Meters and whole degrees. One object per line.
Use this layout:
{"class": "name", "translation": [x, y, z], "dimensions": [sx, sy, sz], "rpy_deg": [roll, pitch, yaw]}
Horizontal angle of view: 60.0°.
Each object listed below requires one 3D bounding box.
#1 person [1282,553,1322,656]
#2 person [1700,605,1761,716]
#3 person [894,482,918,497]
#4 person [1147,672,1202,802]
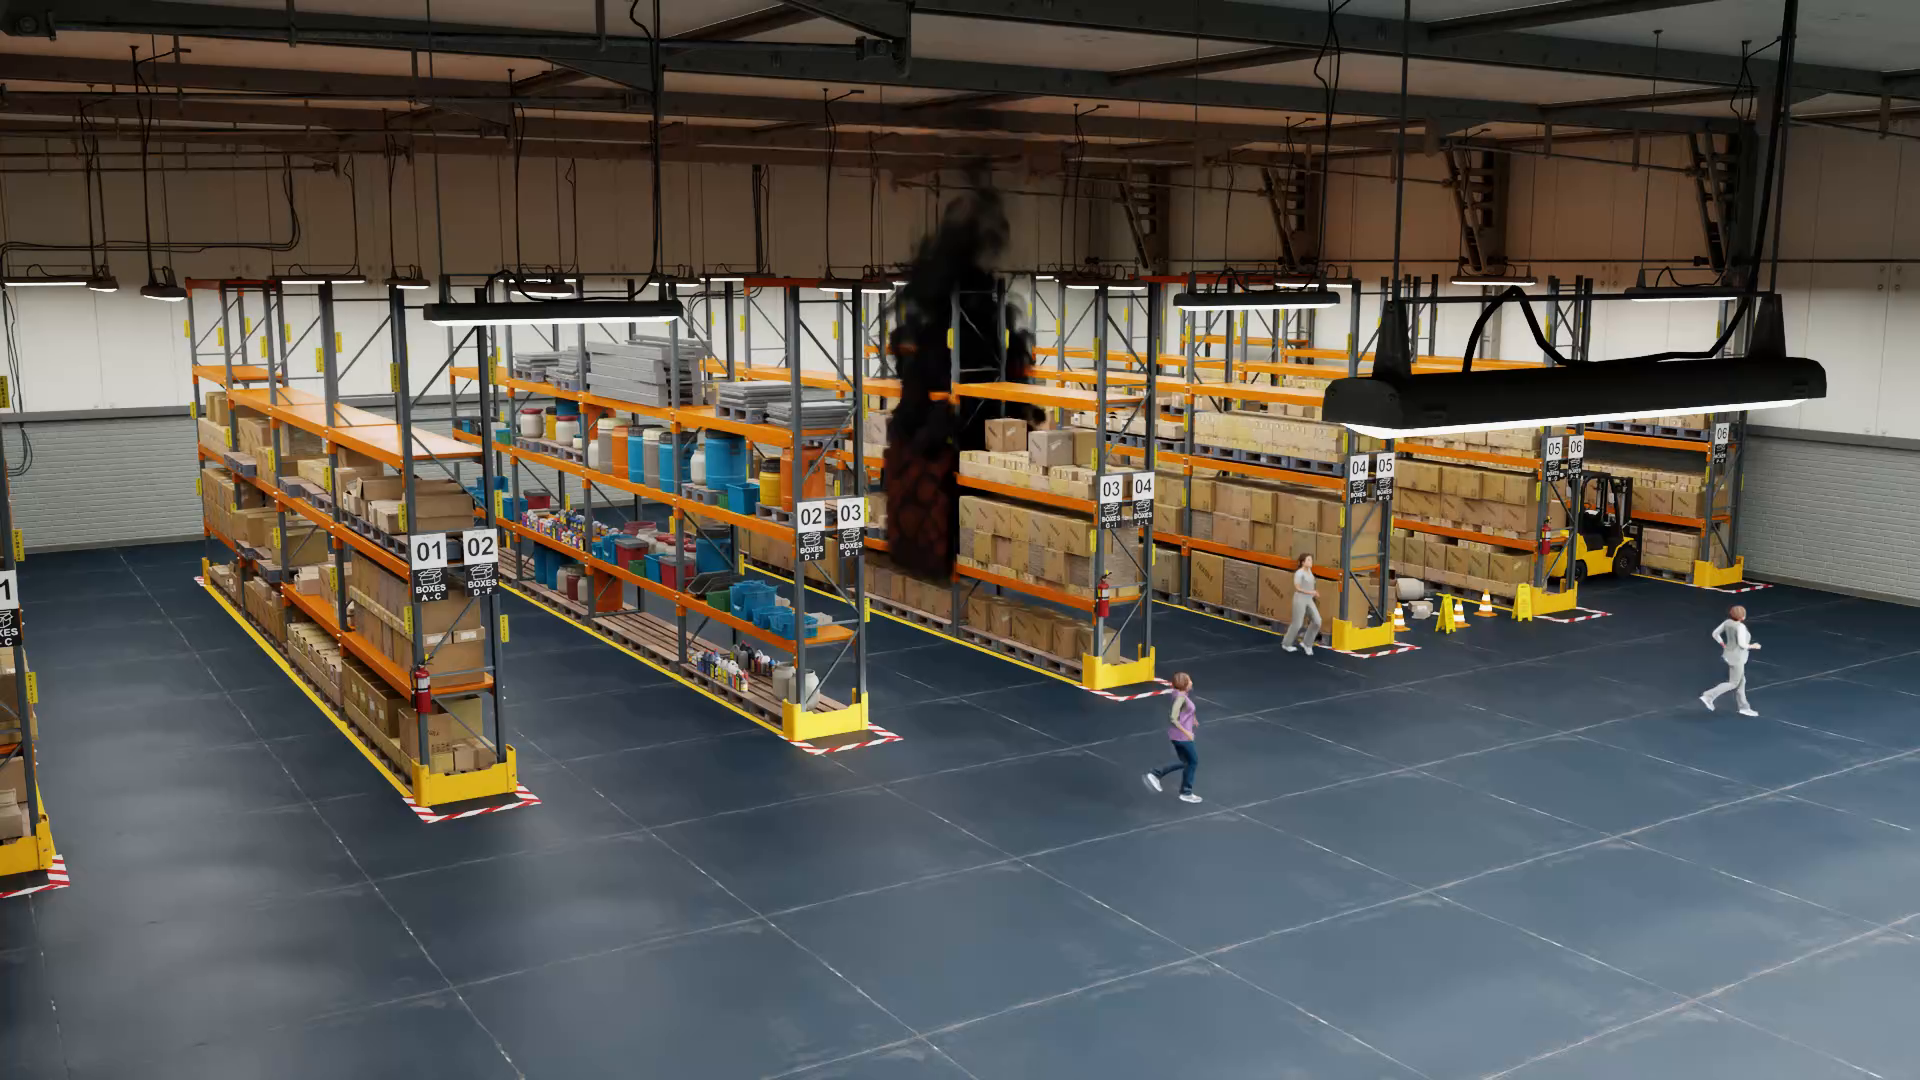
{"class": "person", "translation": [5.563, 1.044, 26.859], "dimensions": [0.591, 1.712, 0.704], "rpy_deg": [-9, 13, -43]}
{"class": "person", "translation": [10.748, 1.687, 23.136], "dimensions": [0.872, 1.593, 0.540], "rpy_deg": [0, 10, -3]}
{"class": "person", "translation": [-1.373, -1.560, 42.094], "dimensions": [0.664, 1.791, 0.741], "rpy_deg": [6, 11, 31]}
{"class": "person", "translation": [2.541, 2.321, 19.552], "dimensions": [0.660, 1.587, 0.534], "rpy_deg": [0, 10, -2]}
